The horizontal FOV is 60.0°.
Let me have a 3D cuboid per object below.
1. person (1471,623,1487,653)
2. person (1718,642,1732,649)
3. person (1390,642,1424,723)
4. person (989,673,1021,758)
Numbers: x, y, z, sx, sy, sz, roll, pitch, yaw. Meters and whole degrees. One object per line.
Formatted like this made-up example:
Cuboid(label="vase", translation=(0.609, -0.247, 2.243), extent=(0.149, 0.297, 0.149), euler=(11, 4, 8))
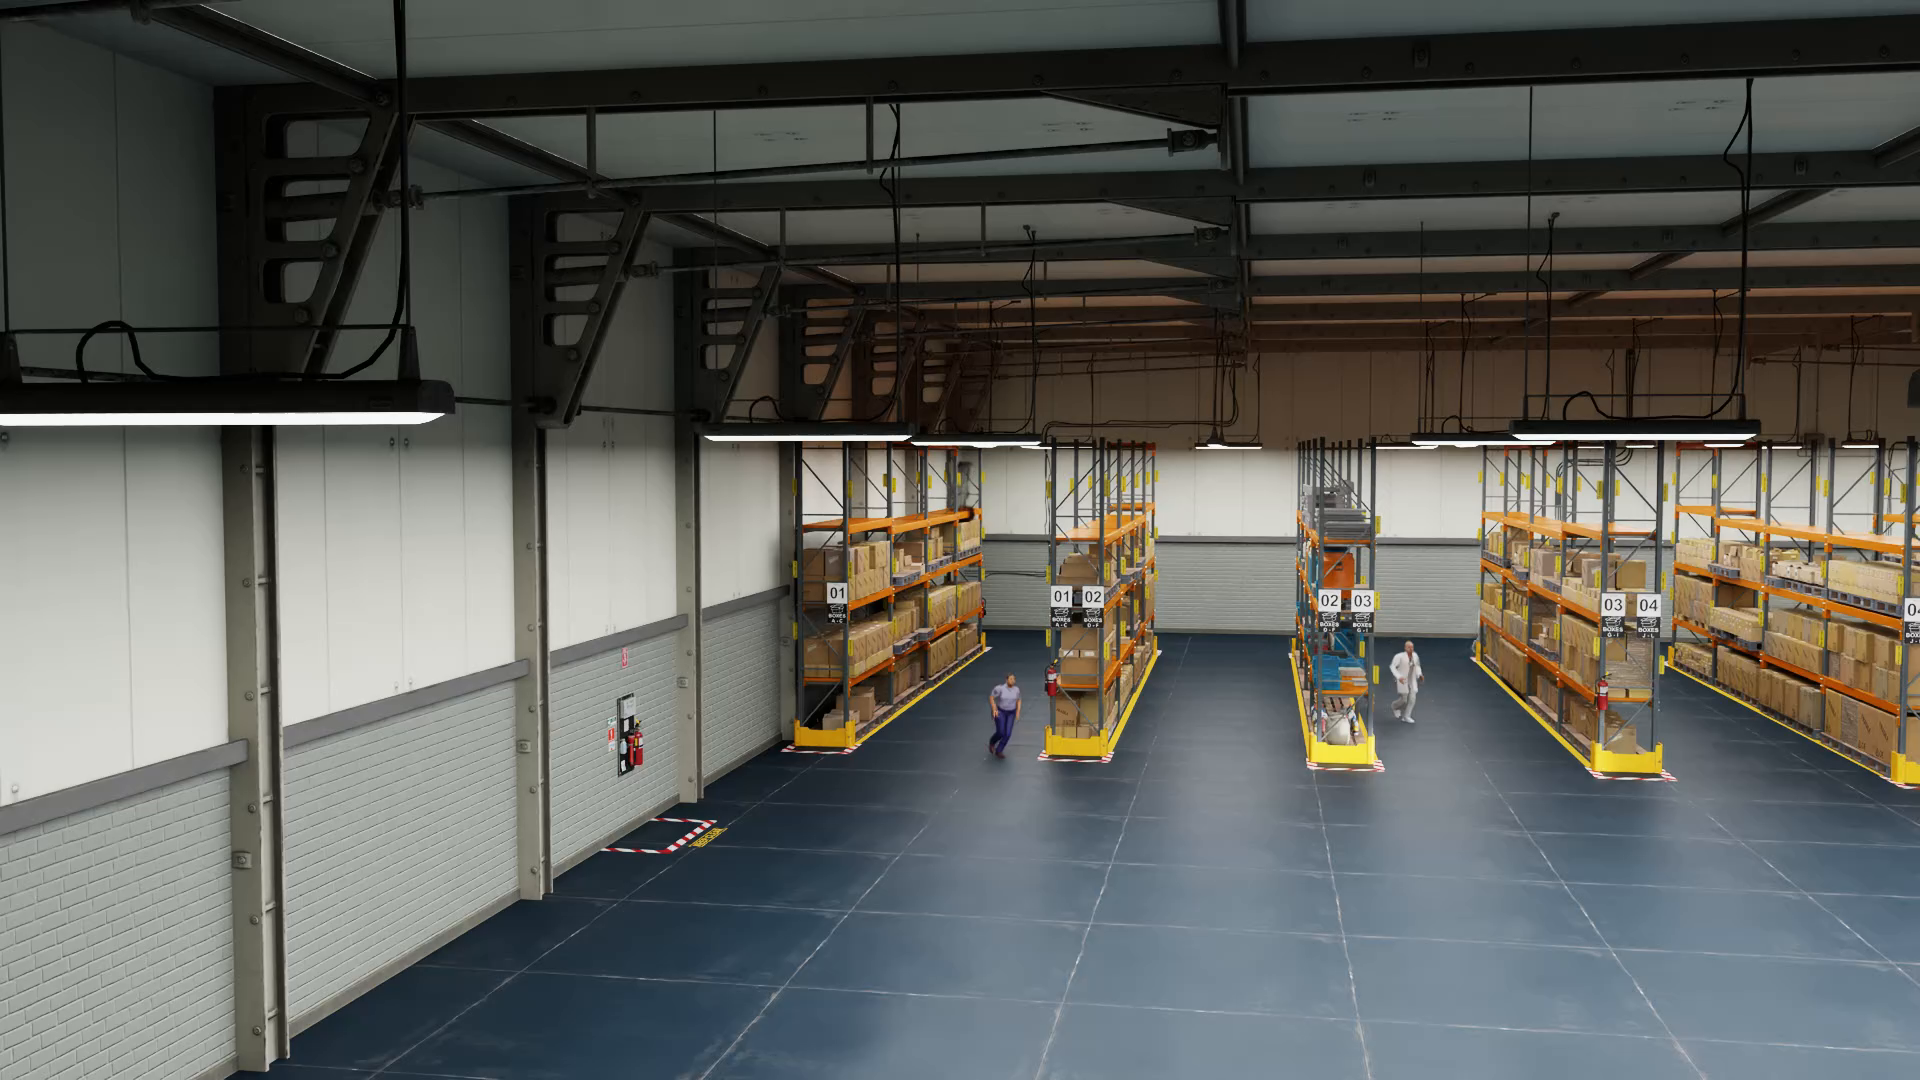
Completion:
Cuboid(label="person", translation=(14.806, 2.455, 46.750), extent=(0.903, 1.723, 0.636), euler=(2, 4, 39))
Cuboid(label="person", translation=(21.022, 2.516, 45.595), extent=(0.612, 1.587, 0.520), euler=(1, 3, 11))
Cuboid(label="person", translation=(9.433, 2.998, 35.299), extent=(0.721, 1.722, 0.745), euler=(-1, 3, -15))
Cuboid(label="person", translation=(0.862, 3.285, 31.270), extent=(0.610, 1.592, 0.515), euler=(-1, 3, -18))
